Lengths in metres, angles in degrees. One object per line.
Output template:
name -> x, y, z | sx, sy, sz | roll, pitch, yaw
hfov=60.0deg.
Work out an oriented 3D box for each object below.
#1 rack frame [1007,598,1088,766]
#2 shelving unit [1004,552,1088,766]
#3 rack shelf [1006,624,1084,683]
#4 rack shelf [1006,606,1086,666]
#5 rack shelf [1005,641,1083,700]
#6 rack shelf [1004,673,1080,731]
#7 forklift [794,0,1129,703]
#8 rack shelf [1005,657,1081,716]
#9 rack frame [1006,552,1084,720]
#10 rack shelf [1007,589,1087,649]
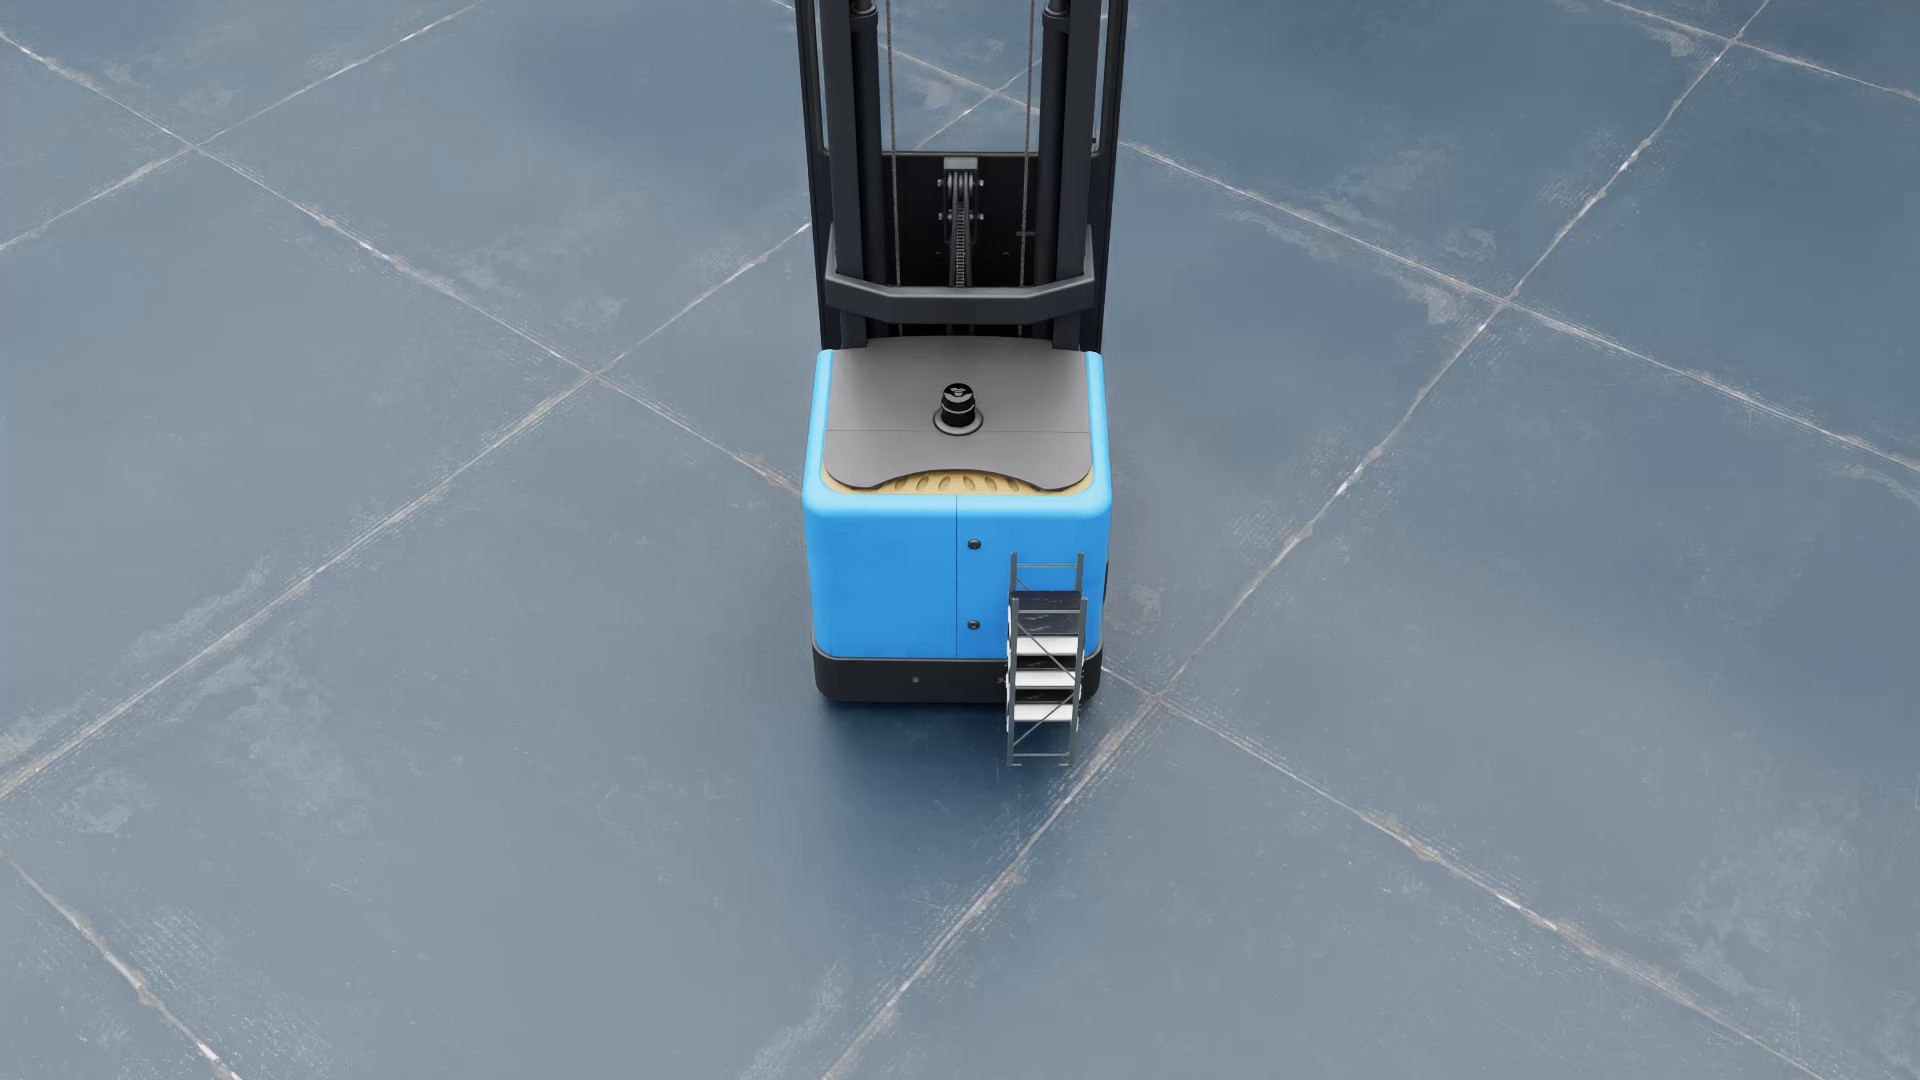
rack frame -> 0.288, 0.499, 5.651 | 0.240, 0.900, 0.006 | 0, 46, 0
shelving unit -> 0.288, 0.426, 5.721 | 0.258, 0.900, 0.210 | 0, 46, 0
rack shelf -> 0.288, 0.387, 5.680 | 0.258, 0.077, 0.200 | 0, 46, 0
rack shelf -> 0.288, 0.324, 5.615 | 0.258, 0.077, 0.200 | 0, 46, 0
rack shelf -> 0.288, 0.449, 5.745 | 0.258, 0.077, 0.200 | 0, 46, 0
rack shelf -> 0.288, 0.573, 5.875 | 0.258, 0.077, 0.200 | 0, 46, 0
forklift -> 0.008, -1.463, 6.120 | 1.130, 2.935, 3.031 | 1, 46, 0
rack shelf -> 0.288, 0.511, 5.810 | 0.258, 0.077, 0.200 | 0, 46, 0
rack frame -> 0.288, 0.352, 5.791 | 0.240, 0.900, 0.006 | 0, 46, 0
rack shelf -> 0.288, 0.262, 5.550 | 0.258, 0.077, 0.200 | 0, 46, 0
